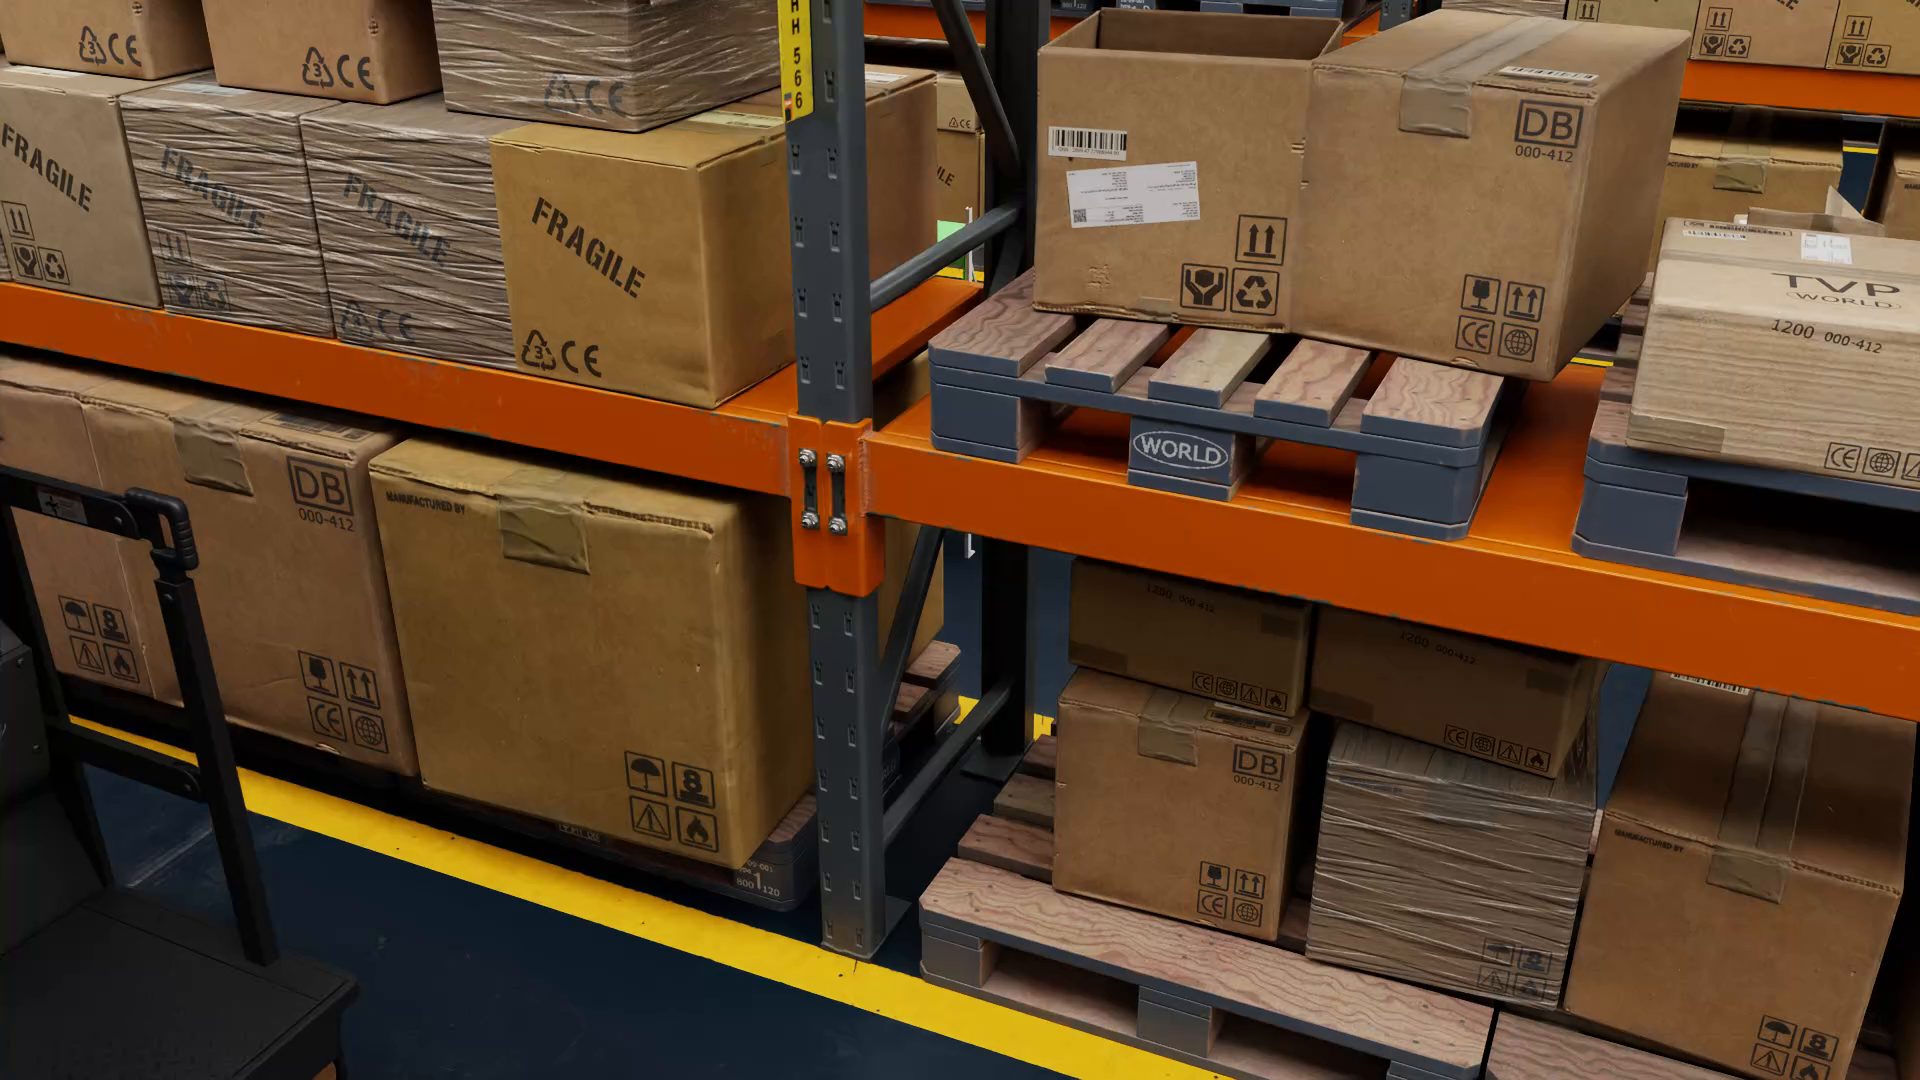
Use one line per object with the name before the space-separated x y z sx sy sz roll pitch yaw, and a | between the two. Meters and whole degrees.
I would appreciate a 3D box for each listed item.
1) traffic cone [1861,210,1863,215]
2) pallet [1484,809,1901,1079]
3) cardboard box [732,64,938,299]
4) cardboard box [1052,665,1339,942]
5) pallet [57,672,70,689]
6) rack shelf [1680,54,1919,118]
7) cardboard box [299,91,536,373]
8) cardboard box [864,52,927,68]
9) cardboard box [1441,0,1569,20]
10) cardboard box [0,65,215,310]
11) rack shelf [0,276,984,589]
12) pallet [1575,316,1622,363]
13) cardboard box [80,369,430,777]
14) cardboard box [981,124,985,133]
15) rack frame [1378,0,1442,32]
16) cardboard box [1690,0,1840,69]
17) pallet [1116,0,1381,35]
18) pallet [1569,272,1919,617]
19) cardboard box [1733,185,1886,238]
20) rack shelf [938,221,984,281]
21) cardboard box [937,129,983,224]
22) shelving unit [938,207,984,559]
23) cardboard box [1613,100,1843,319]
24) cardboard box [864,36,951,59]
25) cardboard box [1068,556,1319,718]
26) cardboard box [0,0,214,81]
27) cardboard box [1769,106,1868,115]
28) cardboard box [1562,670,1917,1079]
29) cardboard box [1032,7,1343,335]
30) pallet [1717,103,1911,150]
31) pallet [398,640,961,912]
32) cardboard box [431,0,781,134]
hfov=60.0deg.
traffic cone | 5.301 -2.022 9.333 0.334 0.463 0.336 11 28 22
pallet | 1.761 1.026 3.427 1.213 0.211 1.003 11 28 22
cardboard box | -0.386 -0.835 3.937 0.500 0.500 0.500 12 29 23
cardboard box | 0.562 0.447 3.779 0.500 0.500 0.700 10 28 19
pallet | -2.964 0.038 5.433 1.213 0.211 1.003 11 28 22
rack shelf | 3.909 -1.879 6.986 4.000 0.370 1.077 11 28 22
cardboard box | -1.060 -0.721 3.705 0.500 0.500 0.500 11 28 21
cardboard box | -0.504 -2.365 8.663 0.500 0.250 0.500 12 29 23
cardboard box | 2.386 -2.422 7.160 0.500 0.500 0.500 12 29 22
cardboard box | -1.997 -0.908 4.085 0.500 0.500 0.500 12 29 23
rack shelf | -1.877 -0.635 4.458 4.000 0.370 1.077 11 28 22
pallet | 2.775 -1.142 7.831 1.213 0.211 1.003 11 28 22
cardboard box | -1.484 -0.128 4.544 0.875 0.875 1.225 11 28 22
cardboard box | 0.437 -2.178 8.284 0.500 0.250 0.500 12 29 23
rack frame | 2.089 -2.568 7.570 0.127 3.000 1.000 11 28 22
cardboard box | 3.308 -2.238 6.786 0.500 0.500 0.500 11 28 22
pallet | 1.396 -2.569 7.790 1.003 0.211 1.213 11 28 22
pallet | 1.762 -0.160 2.897 1.213 0.211 1.003 11 28 22
cardboard box | 1.573 -0.524 3.095 0.258 0.266 0.396 11 28 20
rack shelf | -0.151 -0.942 5.363 0.480 0.148 0.258 11 28 22
cardboard box | -0.025 -1.938 8.645 0.500 0.500 0.500 12 29 23
shelving unit | -0.151 -0.569 5.546 0.503 1.200 0.258 11 28 22
cardboard box | 3.403 -1.441 7.352 0.750 0.750 1.050 12 29 23
cardboard box | -0.308 -2.569 9.077 0.500 0.250 0.500 13 29 24
cardboard box | 0.566 0.106 3.621 0.500 0.250 0.500 13 29 24
cardboard box | -1.921 -1.467 4.086 0.637 0.503 0.797 12 29 23
cardboard box | 5.919 -3.206 11.366 0.625 0.372 0.950 12 29 23
cardboard box | 1.591 0.644 3.378 0.500 0.500 0.700 14 29 26
cardboard box | 0.452 -0.743 3.274 0.500 0.500 0.500 8 27 15
pallet | 5.863 -2.959 11.520 1.213 0.211 1.003 11 28 22
pallet | -0.743 0.485 4.527 1.213 0.211 1.003 11 28 22
cardboard box | -0.715 -1.227 3.598 0.637 0.503 0.797 12 29 24
